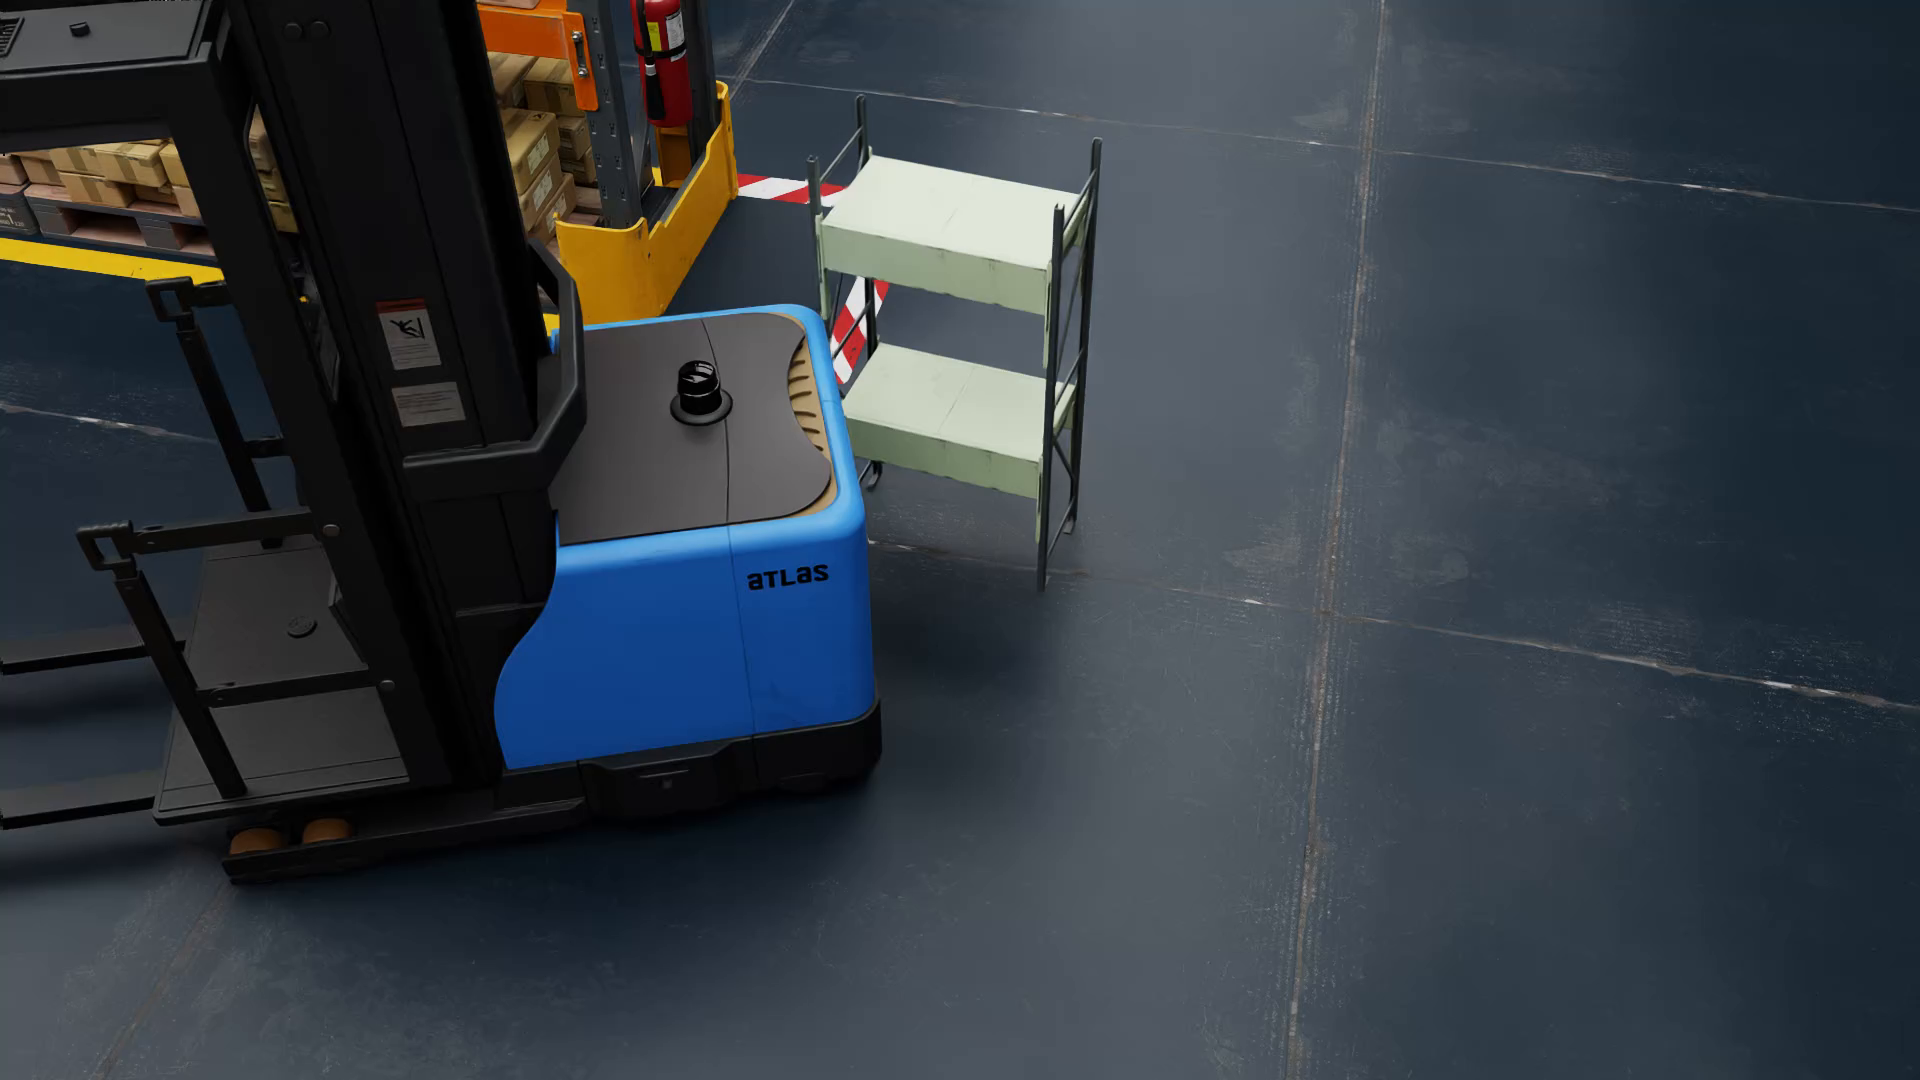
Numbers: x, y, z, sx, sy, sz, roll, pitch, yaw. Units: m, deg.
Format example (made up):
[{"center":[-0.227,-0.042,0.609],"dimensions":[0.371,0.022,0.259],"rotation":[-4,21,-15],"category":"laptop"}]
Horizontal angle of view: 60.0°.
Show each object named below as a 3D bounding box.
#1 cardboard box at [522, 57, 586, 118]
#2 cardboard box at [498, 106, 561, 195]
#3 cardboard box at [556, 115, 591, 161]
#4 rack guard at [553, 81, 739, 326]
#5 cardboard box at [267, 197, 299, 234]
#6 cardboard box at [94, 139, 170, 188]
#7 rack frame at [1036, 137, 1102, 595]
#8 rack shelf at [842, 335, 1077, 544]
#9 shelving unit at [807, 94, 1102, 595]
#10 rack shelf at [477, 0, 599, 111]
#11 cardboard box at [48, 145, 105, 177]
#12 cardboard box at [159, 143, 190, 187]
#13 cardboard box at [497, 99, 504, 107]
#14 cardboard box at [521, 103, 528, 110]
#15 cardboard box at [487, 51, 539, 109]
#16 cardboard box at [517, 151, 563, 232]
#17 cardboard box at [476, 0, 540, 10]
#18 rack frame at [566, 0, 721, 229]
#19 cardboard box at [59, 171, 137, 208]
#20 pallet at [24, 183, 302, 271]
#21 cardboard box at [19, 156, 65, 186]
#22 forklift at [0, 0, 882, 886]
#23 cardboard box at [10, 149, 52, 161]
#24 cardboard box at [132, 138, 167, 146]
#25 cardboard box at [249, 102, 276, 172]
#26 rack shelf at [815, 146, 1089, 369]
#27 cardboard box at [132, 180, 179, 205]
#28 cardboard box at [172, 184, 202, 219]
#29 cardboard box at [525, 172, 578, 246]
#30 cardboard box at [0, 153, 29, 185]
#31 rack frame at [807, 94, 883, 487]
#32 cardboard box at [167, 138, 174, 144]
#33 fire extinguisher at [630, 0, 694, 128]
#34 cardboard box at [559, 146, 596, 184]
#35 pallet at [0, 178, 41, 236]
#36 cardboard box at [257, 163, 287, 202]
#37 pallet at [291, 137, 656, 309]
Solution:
[{"center":[-1.623,-1.925,6.910],"dimensions":[0.250,0.149,0.380],"rotation":[7,44,7],"category":"cardboard box"},{"center":[-1.758,-1.524,6.494],"dimensions":[0.250,0.149,0.380],"rotation":[9,45,10],"category":"cardboard box"},{"center":[-1.641,-1.761,6.955],"dimensions":[0.250,0.149,0.380],"rotation":[11,45,11],"category":"cardboard box"},{"center":[-1.260,-1.388,6.831],"dimensions":[0.348,0.500,1.175],"rotation":[9,45,9],"category":"rack guard"},{"center":[-2.764,-1.433,6.829],"dimensions":[0.250,0.149,0.380],"rotation":[7,44,7],"category":"cardboard box"},{"center":[-3.300,-1.616,6.805],"dimensions":[0.250,0.149,0.380],"rotation":[9,45,9],"category":"cardboard box"},{"center":[0.332,-0.488,5.176],"dimensions":[0.023,1.500,0.400],"rotation":[14,46,14],"category":"rack frame"},{"center":[-0.012,-0.339,5.491],"dimensions":[0.720,0.370,0.431],"rotation":[14,46,14],"category":"rack shelf"},{"center":[-0.012,-0.574,5.265],"dimensions":[0.755,1.500,0.431],"rotation":[14,46,14],"category":"shelving unit"},{"center":[-3.138,-2.320,6.517],"dimensions":[4.000,0.370,1.077],"rotation":[9,45,9],"category":"rack shelf"},{"center":[-3.535,-1.671,6.861],"dimensions":[0.250,0.149,0.380],"rotation":[9,45,9],"category":"cardboard box"},{"center":[-3.025,-1.593,6.781],"dimensions":[0.250,0.149,0.380],"rotation":[11,45,11],"category":"cardboard box"},{"center":[-1.991,-1.601,6.574],"dimensions":[0.250,0.149,0.380],"rotation":[10,45,10],"category":"cardboard box"},{"center":[-1.896,-1.841,7.038],"dimensions":[0.250,0.149,0.380],"rotation":[9,45,9],"category":"cardboard box"},{"center":[-1.919,-1.885,6.869],"dimensions":[0.250,0.149,0.380],"rotation":[10,45,10],"category":"cardboard box"},{"center":[-1.764,-1.395,6.575],"dimensions":[0.250,0.149,0.380],"rotation":[8,44,8],"category":"cardboard box"},{"center":[-1.566,-2.044,5.892],"dimensions":[0.250,0.149,0.380],"rotation":[9,45,9],"category":"cardboard box"},{"center":[-1.186,-2.277,5.952],"dimensions":[0.127,3.000,1.000],"rotation":[9,45,9],"category":"rack frame"},{"center":[-3.529,-1.565,6.966],"dimensions":[0.250,0.149,0.380],"rotation":[8,44,8],"category":"cardboard box"},{"center":[-3.232,-1.617,7.278],"dimensions":[1.213,0.211,1.003],"rotation":[9,45,9],"category":"pallet"},{"center":[-3.762,-1.670,7.075],"dimensions":[0.250,0.149,0.380],"rotation":[7,44,7],"category":"cardboard box"},{"center":[-1.802,-0.480,4.135],"dimensions":[3.031,2.935,1.130],"rotation":[-7,44,-8],"category":"forklift"},{"center":[-3.768,-1.752,6.946],"dimensions":[0.250,0.149,0.380],"rotation":[11,45,11],"category":"cardboard box"},{"center":[-3.279,-1.775,6.755],"dimensions":[0.250,0.149,0.380],"rotation":[9,45,9],"category":"cardboard box"},{"center":[-2.784,-1.639,6.614],"dimensions":[0.250,0.149,0.380],"rotation":[10,45,11],"category":"cardboard box"},{"center":[-0.012,-0.855,4.994],"dimensions":[0.720,0.370,0.431],"rotation":[14,46,14],"category":"rack shelf"},{"center":[-3.257,-1.577,6.978],"dimensions":[0.250,0.149,0.380],"rotation":[10,45,10],"category":"cardboard box"},{"center":[-3.026,-1.488,6.886],"dimensions":[0.250,0.149,0.380],"rotation":[10,45,10],"category":"cardboard box"},{"center":[-1.745,-1.340,6.732],"dimensions":[0.250,0.149,0.380],"rotation":[10,45,10],"category":"cardboard box"},{"center":[-4.032,-1.687,7.092],"dimensions":[0.250,0.149,0.380],"rotation":[8,44,8],"category":"cardboard box"},{"center":[-0.357,-0.660,5.354],"dimensions":[0.023,1.500,0.400],"rotation":[14,46,14],"category":"rack frame"},{"center":[-3.018,-1.754,6.733],"dimensions":[0.250,0.149,0.380],"rotation":[7,44,8],"category":"cardboard box"},{"center":[-1.041,-1.764,5.744],"dimensions":[0.183,0.674,0.296],"rotation":[9,45,9],"category":"fire extinguisher"},{"center":[-1.628,-1.697,7.103],"dimensions":[0.250,0.149,0.380],"rotation":[10,45,10],"category":"cardboard box"},{"center":[-4.427,-1.800,7.468],"dimensions":[1.213,0.211,1.003],"rotation":[9,45,9],"category":"pallet"},{"center":[-2.779,-1.542,6.728],"dimensions":[0.250,0.149,0.380],"rotation":[9,45,10],"category":"cardboard box"},{"center":[-2.045,-1.431,7.084],"dimensions":[1.213,0.211,1.003],"rotation":[9,45,9],"category":"pallet"}]
